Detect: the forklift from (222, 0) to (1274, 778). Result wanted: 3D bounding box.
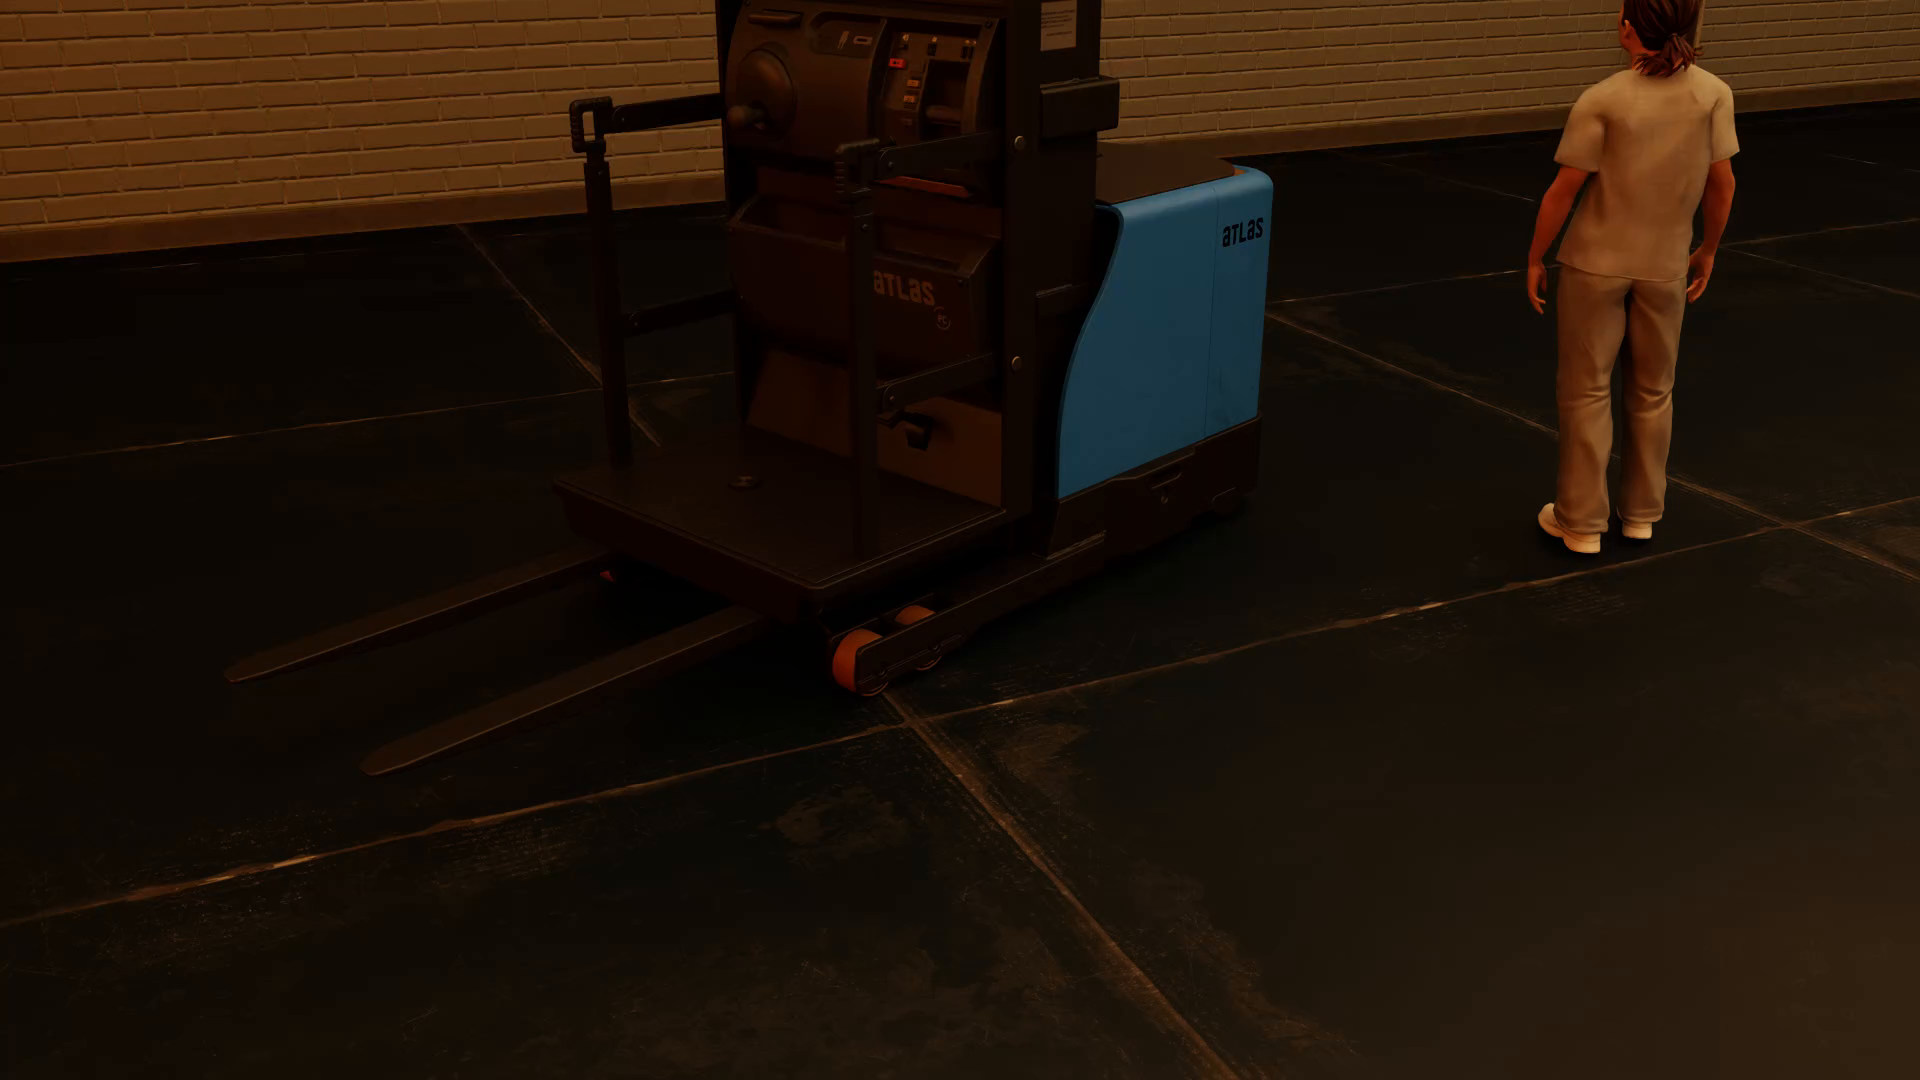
[{"bbox_3d":[-0.413,-1.182,4.131,1.130,2.935,3.031,19,29,39],"label":"forklift"}]

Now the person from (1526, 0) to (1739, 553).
[{"bbox_3d":[1.891,-0.776,4.772,0.550,1.675,0.549,1,23,3],"label":"person"}]
